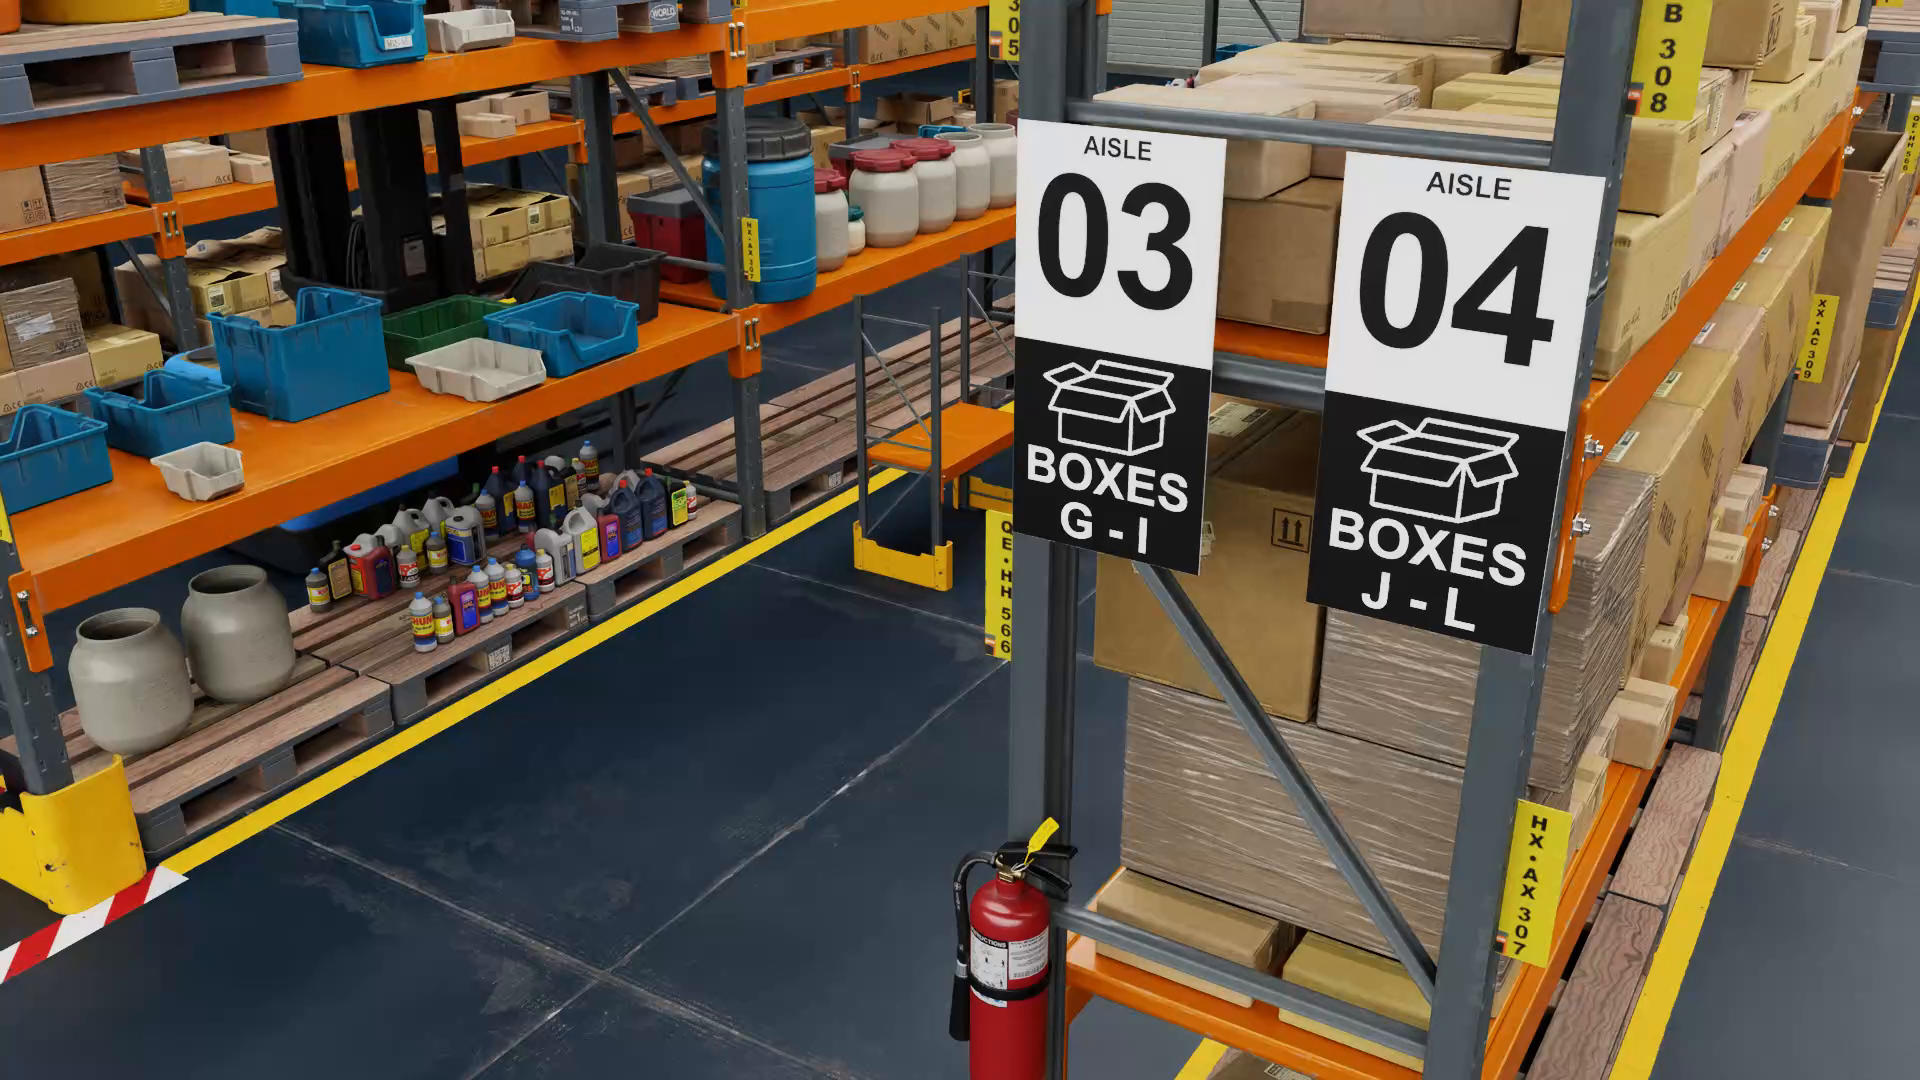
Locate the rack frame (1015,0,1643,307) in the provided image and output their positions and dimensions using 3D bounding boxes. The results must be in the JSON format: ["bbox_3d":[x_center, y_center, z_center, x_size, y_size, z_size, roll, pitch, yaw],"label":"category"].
[{"bbox_3d":[0.557,-1.855,2.208,1.000,3.000,0.127,14,27,29],"label":"rack frame"}]

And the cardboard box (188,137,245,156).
[{"bbox_3d":[-5.439,-2.803,12.118,0.396,0.266,0.258,13,27,28],"label":"cardboard box"}]

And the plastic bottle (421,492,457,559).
[{"bbox_3d":[-2.643,-0.084,8.448,0.144,0.351,0.185,14,27,29],"label":"plastic bottle"}]

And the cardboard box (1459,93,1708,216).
[{"bbox_3d":[1.118,-0.705,3.013,0.380,0.149,0.250,15,27,30],"label":"cardboard box"}]

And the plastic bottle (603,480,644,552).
[{"bbox_3d":[-1.737,-0.134,8.564,0.144,0.351,0.185,12,26,26],"label":"plastic bottle"}]

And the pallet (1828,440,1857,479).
[{"bbox_3d":[5.257,-0.773,10.770,1.003,0.211,1.213,14,27,29],"label":"pallet"}]

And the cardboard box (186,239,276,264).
[{"bbox_3d":[-5.508,-2.091,12.532,0.500,0.311,0.500,15,27,30],"label":"cardboard box"}]

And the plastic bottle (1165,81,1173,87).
[{"bbox_3d":[1.834,-3.898,14.640,0.097,0.271,0.097,0,23,0],"label":"plastic bottle"}]

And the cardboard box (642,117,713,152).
[{"bbox_3d":[-2.781,-4.009,16.384,0.500,0.250,0.500,13,27,28],"label":"cardboard box"}]

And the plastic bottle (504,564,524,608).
[{"bbox_3d":[-2.144,0.213,7.952,0.097,0.201,0.097,0,23,0],"label":"plastic bottle"}]

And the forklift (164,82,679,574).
[{"bbox_3d":[-2.979,-1.700,9.487,1.130,2.935,3.031,15,28,31],"label":"forklift"}]

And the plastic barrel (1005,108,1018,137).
[{"bbox_3d":[0.582,-2.683,11.500,0.600,0.536,0.708,14,27,29],"label":"plastic barrel"}]

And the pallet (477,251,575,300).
[{"bbox_3d":[-4.104,-2.330,14.367,1.003,0.211,1.213,14,27,29],"label":"pallet"}]

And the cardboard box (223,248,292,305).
[{"bbox_3d":[-5.049,-1.973,12.258,0.500,0.311,0.500,14,27,28],"label":"cardboard box"}]

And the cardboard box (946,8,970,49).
[{"bbox_3d":[-0.226,-5.904,18.987,0.500,0.500,0.500,13,27,28],"label":"cardboard box"}]

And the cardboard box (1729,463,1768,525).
[{"bbox_3d":[2.803,-0.203,6.259,0.380,0.149,0.250,14,27,29],"label":"cardboard box"}]

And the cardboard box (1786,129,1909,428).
[{"bbox_3d":[3.205,-1.159,6.868,1.000,1.000,1.000,14,27,29],"label":"cardboard box"}]

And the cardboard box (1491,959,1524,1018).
[{"bbox_3d":[1.058,0.887,3.743,0.380,0.149,0.250,14,27,29],"label":"cardboard box"}]

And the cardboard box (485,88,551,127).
[{"bbox_3d":[-3.866,-3.725,14.191,0.500,0.311,0.500,16,28,32],"label":"cardboard box"}]

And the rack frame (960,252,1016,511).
[{"bbox_3d":[0.223,-0.831,9.282,0.500,1.500,0.032,14,27,29],"label":"rack frame"}]

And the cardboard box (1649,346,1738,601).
[{"bbox_3d":[1.611,-0.208,4.197,0.500,0.500,0.500,14,27,29],"label":"cardboard box"}]

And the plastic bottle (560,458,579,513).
[{"bbox_3d":[-2.138,-0.293,9.016,0.061,0.283,0.133,14,27,29],"label":"plastic bottle"}]

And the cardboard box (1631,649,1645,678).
[{"bbox_3d":[1.803,0.369,4.939,0.380,0.149,0.250,14,27,29],"label":"cardboard box"}]

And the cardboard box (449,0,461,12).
[{"bbox_3d":[-6.027,-6.075,18.982,0.500,0.500,0.500,14,27,29],"label":"cardboard box"}]

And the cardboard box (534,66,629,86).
[{"bbox_3d":[-3.400,-4.354,14.878,0.700,0.500,0.500,5,24,11],"label":"cardboard box"}]

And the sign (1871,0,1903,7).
[{"bbox_3d":[3.132,-1.955,5.564,0.100,0.325,0.005,14,27,29],"label":"sign"}]

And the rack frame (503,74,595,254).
[{"bbox_3d":[-3.637,-3.879,14.436,1.000,3.000,0.127,14,27,29],"label":"rack frame"}]

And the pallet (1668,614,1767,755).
[{"bbox_3d":[3.077,0.564,7.681,1.003,0.211,1.213,14,27,29],"label":"pallet"}]

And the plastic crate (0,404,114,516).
[{"bbox_3d":[-3.641,-0.304,6.363,0.499,0.251,0.616,14,27,29],"label":"plastic crate"}]

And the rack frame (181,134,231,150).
[{"bbox_3d":[-7.847,-4.916,16.831,1.000,3.000,0.127,14,27,29],"label":"rack frame"}]

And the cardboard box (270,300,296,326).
[{"bbox_3d":[-5.053,-1.717,12.372,0.500,0.250,0.500,15,27,30],"label":"cardboard box"}]

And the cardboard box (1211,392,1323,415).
[{"bbox_3d":[0.896,-0.151,4.064,0.500,0.500,0.500,14,27,29],"label":"cardboard box"}]

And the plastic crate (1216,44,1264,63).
[{"bbox_3d":[2.636,-4.439,15.674,0.392,0.384,0.575,14,27,29],"label":"plastic crate"}]

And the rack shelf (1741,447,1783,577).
[{"bbox_3d":[3.722,-0.797,8.221,1.077,0.370,4.000,14,27,29],"label":"rack shelf"}]

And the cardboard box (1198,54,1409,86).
[{"bbox_3d":[0.727,-0.931,3.535,0.380,0.149,0.250,13,26,27],"label":"cardboard box"}]

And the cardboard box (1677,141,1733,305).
[{"bbox_3d":[1.298,-0.694,3.490,0.500,0.250,0.500,13,27,28],"label":"cardboard box"}]

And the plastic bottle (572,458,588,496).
[{"bbox_3d":[-2.135,-0.358,9.270,0.097,0.201,0.097,0,23,0],"label":"plastic bottle"}]

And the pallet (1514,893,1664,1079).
[{"bbox_3d":[1.700,1.475,5.577,1.003,0.211,1.213,14,27,29],"label":"pallet"}]

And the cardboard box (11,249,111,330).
[{"bbox_3d":[-6.258,-1.714,11.421,0.500,0.500,0.500,14,27,29],"label":"cardboard box"}]

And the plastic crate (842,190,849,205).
[{"bbox_3d":[-0.862,-2.040,10.453,0.450,0.188,0.662,14,27,29],"label":"plastic crate"}]

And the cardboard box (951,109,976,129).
[{"bbox_3d":[-0.021,-4.970,19.862,0.500,0.250,0.500,14,27,29],"label":"cardboard box"}]

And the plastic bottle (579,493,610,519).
[{"bbox_3d":[-1.876,-0.122,8.631,0.152,0.276,0.135,14,27,29],"label":"plastic bottle"}]

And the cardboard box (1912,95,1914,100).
[{"bbox_3d":[6.557,-3.441,12.035,0.797,0.503,0.637,13,27,28],"label":"cardboard box"}]

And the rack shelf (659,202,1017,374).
[{"bbox_3d":[-0.486,-1.835,10.619,1.077,0.370,4.000,14,27,29],"label":"rack shelf"}]

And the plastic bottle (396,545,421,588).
[{"bbox_3d":[-2.709,0.124,8.156,0.097,0.201,0.097,0,23,0],"label":"plastic bottle"}]

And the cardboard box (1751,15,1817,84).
[{"bbox_3d":[2.050,-1.327,4.450,0.380,0.149,0.250,15,28,31],"label":"cardboard box"}]

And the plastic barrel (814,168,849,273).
[{"bbox_3d":[-0.850,-1.829,9.529,0.433,0.535,0.433,0,23,0],"label":"plastic barrel"}]

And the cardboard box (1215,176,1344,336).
[{"bbox_3d":[0.596,-0.626,3.333,0.500,0.250,0.500,15,27,30],"label":"cardboard box"}]

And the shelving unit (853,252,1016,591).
[{"bbox_3d":[-0.040,-0.663,8.893,0.587,1.500,1.083,14,27,29],"label":"shelving unit"}]

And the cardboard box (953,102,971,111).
[{"bbox_3d":[-0.209,-5.227,20.455,0.500,0.250,0.500,14,27,29],"label":"cardboard box"}]

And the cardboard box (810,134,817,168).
[{"bbox_3d":[-1.812,-3.893,17.059,0.500,0.500,0.500,14,27,29],"label":"cardboard box"}]

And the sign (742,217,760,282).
[{"bbox_3d":[-1.079,-1.498,8.587,0.100,0.325,0.005,14,27,29],"label":"sign"}]

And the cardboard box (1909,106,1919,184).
[{"bbox_3d":[6.606,-2.818,11.857,0.500,0.500,0.500,15,27,31],"label":"cardboard box"}]
